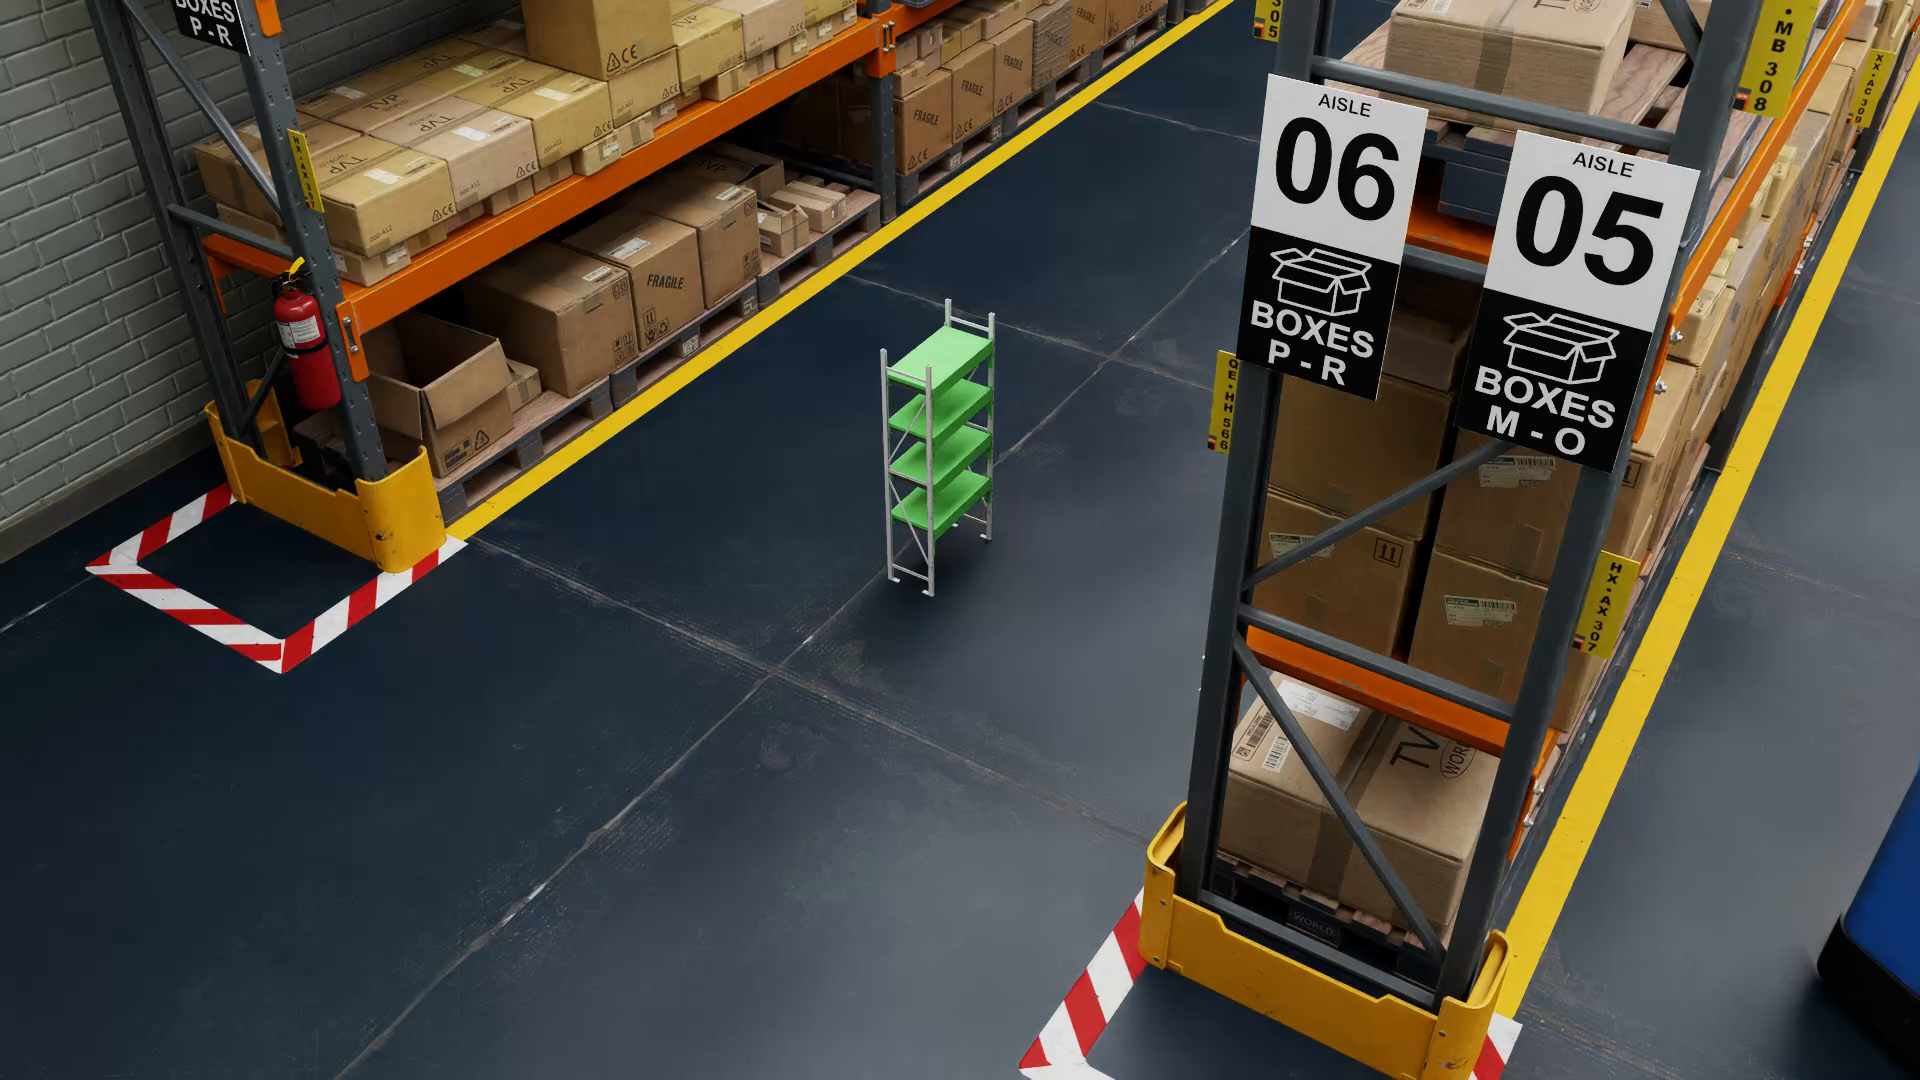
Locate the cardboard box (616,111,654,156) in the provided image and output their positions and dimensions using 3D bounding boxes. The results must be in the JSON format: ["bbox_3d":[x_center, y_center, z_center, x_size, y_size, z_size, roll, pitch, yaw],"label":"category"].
[{"bbox_3d":[-1.728,-2.031,8.133,0.380,0.149,0.250,22,43,26],"label":"cardboard box"}]

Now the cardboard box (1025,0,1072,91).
[{"bbox_3d":[0.432,-3.474,11.502,0.500,0.500,0.500,20,42,24],"label":"cardboard box"}]

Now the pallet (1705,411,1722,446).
[{"bbox_3d":[3.695,-1.019,8.899,1.003,0.211,1.213,21,42,25],"label":"pallet"}]

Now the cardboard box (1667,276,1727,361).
[{"bbox_3d":[1.942,-0.679,4.741,0.380,0.149,0.250,23,43,26],"label":"cardboard box"}]

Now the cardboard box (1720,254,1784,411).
[{"bbox_3d":[2.784,-0.887,6.362,0.500,0.500,0.500,21,42,24],"label":"cardboard box"}]

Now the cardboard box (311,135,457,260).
[{"bbox_3d":[-2.521,-1.465,7.072,0.500,0.250,0.500,21,42,25],"label":"cardboard box"}]

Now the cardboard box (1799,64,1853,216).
[{"bbox_3d":[3.047,-1.544,6.395,0.500,0.500,0.500,21,42,24],"label":"cardboard box"}]

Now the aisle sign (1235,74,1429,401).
[{"bbox_3d":[0.901,-0.733,4.114,0.394,0.787,0.004,21,42,25],"label":"aisle sign"}]

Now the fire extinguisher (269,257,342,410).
[{"bbox_3d":[-2.680,-0.855,6.771,0.296,0.674,0.183,21,42,25],"label":"fire extinguisher"}]

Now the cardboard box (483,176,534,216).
[{"bbox_3d":[-2.188,-1.644,7.632,0.380,0.149,0.250,23,43,26],"label":"cardboard box"}]

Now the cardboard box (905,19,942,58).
[{"bbox_3d":[-0.333,-3.121,10.270,0.380,0.149,0.250,19,42,23],"label":"cardboard box"}]

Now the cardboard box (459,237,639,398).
[{"bbox_3d":[-2.093,-1.149,8.487,0.700,0.500,0.500,23,43,27],"label":"cardboard box"}]

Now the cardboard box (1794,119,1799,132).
[{"bbox_3d":[2.710,-1.492,5.797,0.380,0.149,0.250,20,42,24],"label":"cardboard box"}]

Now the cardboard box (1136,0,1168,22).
[{"bbox_3d":[1.250,-4.273,12.539,0.500,0.500,0.500,22,43,26],"label":"cardboard box"}]

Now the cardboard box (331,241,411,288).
[{"bbox_3d":[-2.584,-1.241,7.108,0.380,0.149,0.250,21,42,25],"label":"cardboard box"}]

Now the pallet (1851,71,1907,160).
[{"bbox_3d":[5.908,-3.061,11.548,1.003,0.211,1.213,21,42,25],"label":"pallet"}]

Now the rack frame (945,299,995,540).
[{"bbox_3d":[0.042,-0.516,7.436,0.240,1.200,0.015,21,42,25],"label":"rack frame"}]

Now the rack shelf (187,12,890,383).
[{"bbox_3d":[-1.920,-2.007,8.485,1.077,0.370,4.000,21,42,25],"label":"rack shelf"}]

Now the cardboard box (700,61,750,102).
[{"bbox_3d":[-1.322,-2.426,8.645,0.380,0.149,0.250,21,42,24],"label":"cardboard box"}]

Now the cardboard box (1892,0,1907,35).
[{"bbox_3d":[4.343,-2.798,8.022,0.500,0.500,0.500,20,42,24],"label":"cardboard box"}]

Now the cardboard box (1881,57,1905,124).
[{"bbox_3d":[5.799,-3.177,11.222,0.950,0.372,0.625,18,41,22],"label":"cardboard box"}]

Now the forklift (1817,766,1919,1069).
[{"bbox_3d":[4.498,0.233,5.047,3.031,2.935,1.130,-17,41,-21],"label":"forklift"}]

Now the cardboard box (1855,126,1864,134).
[{"bbox_3d":[4.367,-2.308,8.410,0.500,0.250,0.500,21,42,25],"label":"cardboard box"}]

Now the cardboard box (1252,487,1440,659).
[{"bbox_3d":[1.237,-0.014,5.229,0.500,0.500,0.500,21,42,25],"label":"cardboard box"}]

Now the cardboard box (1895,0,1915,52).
[{"bbox_3d":[4.636,-2.765,8.593,0.500,0.250,0.500,20,42,24],"label":"cardboard box"}]

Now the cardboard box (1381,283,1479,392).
[{"bbox_3d":[1.225,-0.582,4.616,0.380,0.149,0.250,22,43,26],"label":"cardboard box"}]

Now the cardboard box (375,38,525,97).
[{"bbox_3d":[-2.422,-2.162,7.977,0.500,0.250,0.500,23,43,26],"label":"cardboard box"}]

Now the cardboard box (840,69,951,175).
[{"bbox_3d":[-0.399,-2.675,10.466,0.500,0.500,0.500,23,43,27],"label":"cardboard box"}]

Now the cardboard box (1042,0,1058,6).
[{"bbox_3d":[0.510,-3.806,11.402,0.380,0.149,0.250,19,42,23],"label":"cardboard box"}]

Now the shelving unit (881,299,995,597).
[{"bbox_3d":[-0.089,-0.390,7.273,0.258,1.200,0.503,21,42,25],"label":"shelving unit"}]

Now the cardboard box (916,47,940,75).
[{"bbox_3d":[-0.348,-3.022,10.385,0.380,0.149,0.250,20,42,24],"label":"cardboard box"}]

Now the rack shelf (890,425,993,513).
[{"bbox_3d":[-0.089,-0.339,7.312,0.258,0.148,0.480,21,42,25],"label":"rack shelf"}]

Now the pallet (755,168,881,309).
[{"bbox_3d":[-1.217,-1.864,9.996,1.003,0.211,1.213,21,42,25],"label":"pallet"}]

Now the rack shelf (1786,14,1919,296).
[{"bbox_3d":[4.416,-2.447,9.057,1.077,0.370,4.000,21,42,25],"label":"rack shelf"}]

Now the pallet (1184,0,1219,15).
[{"bbox_3d":[1.769,-4.692,13.663,1.003,0.211,1.213,21,42,25],"label":"pallet"}]

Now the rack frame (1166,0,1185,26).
[{"bbox_3d":[1.295,-5.385,12.278,1.000,3.000,0.127,21,42,25],"label":"rack frame"}]

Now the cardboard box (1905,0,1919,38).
[{"bbox_3d":[5.176,-3.089,9.424,0.500,0.250,0.500,22,43,26],"label":"cardboard box"}]

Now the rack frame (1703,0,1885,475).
[{"bbox_3d":[3.345,-1.701,7.500,1.000,3.000,0.127,21,42,25],"label":"rack frame"}]

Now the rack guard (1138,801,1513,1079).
[{"bbox_3d":[1.189,1.364,5.572,1.175,0.500,0.348,21,42,25],"label":"rack guard"}]

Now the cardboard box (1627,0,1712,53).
[{"bbox_3d":[1.979,-1.419,4.457,0.380,0.149,0.250,23,43,27],"label":"cardboard box"}]

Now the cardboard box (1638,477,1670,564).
[{"bbox_3d":[1.949,-0.102,5.343,0.500,0.500,0.500,21,42,25],"label":"cardboard box"}]

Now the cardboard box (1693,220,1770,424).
[{"bbox_3d":[2.240,-0.765,5.385,0.500,0.500,0.500,21,42,25],"label":"cardboard box"}]

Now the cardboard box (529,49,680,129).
[{"bbox_3d":[-1.726,-2.258,8.101,0.500,0.250,0.500,20,42,24],"label":"cardboard box"}]

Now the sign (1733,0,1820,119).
[{"bbox_3d":[1.667,-1.020,3.378,0.100,0.325,0.005,21,42,25],"label":"sign"}]

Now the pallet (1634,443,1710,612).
[{"bbox_3d":[2.871,-0.230,7.876,1.003,0.211,1.213,21,42,25],"label":"pallet"}]

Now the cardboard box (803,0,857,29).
[{"bbox_3d":[-0.915,-3.039,9.114,0.500,0.250,0.500,22,43,26],"label":"cardboard box"}]

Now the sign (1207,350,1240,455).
[{"bbox_3d":[0.751,-0.376,4.638,0.100,0.325,0.005,21,42,25],"label":"sign"}]

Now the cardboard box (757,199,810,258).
[{"bbox_3d":[-1.090,-1.839,9.574,0.396,0.266,0.258,23,43,27],"label":"cardboard box"}]

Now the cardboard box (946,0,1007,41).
[{"bbox_3d":[0.080,-3.420,10.902,0.380,0.149,0.250,21,42,25],"label":"cardboard box"}]

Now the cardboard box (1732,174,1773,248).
[{"bbox_3d":[2.333,-1.088,5.272,0.380,0.149,0.250,22,43,26],"label":"cardboard box"}]

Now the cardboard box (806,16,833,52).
[{"bbox_3d":[-0.927,-2.835,9.176,0.380,0.149,0.250,22,43,26],"label":"cardboard box"}]

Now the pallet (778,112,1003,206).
[{"bbox_3d":[-0.445,-2.650,11.015,1.003,0.211,1.213,21,42,25],"label":"pallet"}]
